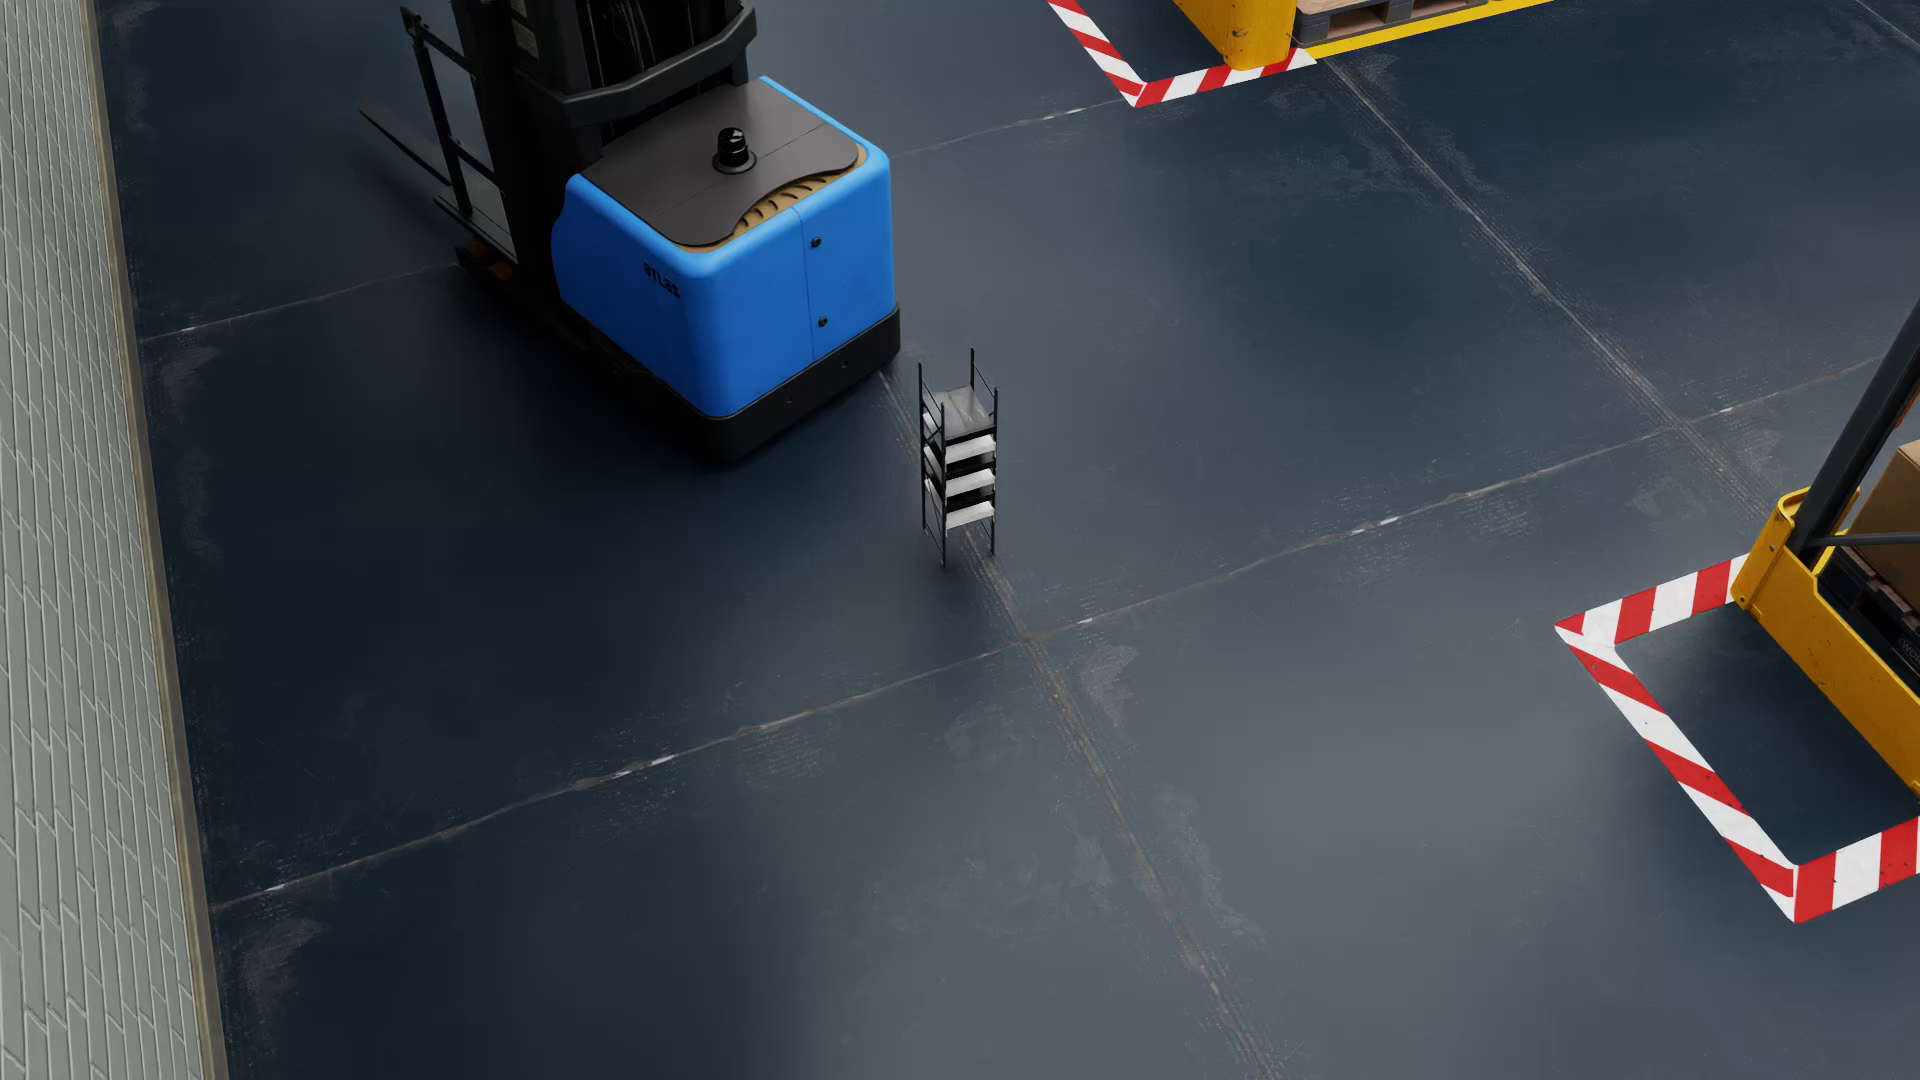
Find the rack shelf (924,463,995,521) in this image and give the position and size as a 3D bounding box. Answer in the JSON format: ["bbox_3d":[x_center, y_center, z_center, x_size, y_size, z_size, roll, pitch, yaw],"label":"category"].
[{"bbox_3d":[-0.008,-0.211,6.341,0.200,0.077,0.258,-17,52,-14],"label":"rack shelf"}]

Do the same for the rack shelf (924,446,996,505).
[{"bbox_3d":[-0.008,-0.269,6.273,0.200,0.077,0.258,-17,52,-14],"label":"rack shelf"}]

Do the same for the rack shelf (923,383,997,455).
[{"bbox_3d":[-0.008,-0.445,6.068,0.200,0.077,0.258,-17,52,-14],"label":"rack shelf"}]

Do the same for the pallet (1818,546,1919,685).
[{"bbox_3d":[4.069,0.246,6.240,1.213,0.211,1.003,-17,52,-14],"label":"pallet"}]

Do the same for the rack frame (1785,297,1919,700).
[{"bbox_3d":[3.261,-0.411,4.966,0.127,3.000,1.000,-17,52,-14],"label":"rack frame"}]

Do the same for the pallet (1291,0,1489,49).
[{"bbox_3d":[2.169,-3.192,9.193,1.213,0.211,1.003,-17,52,-14],"label":"pallet"}]

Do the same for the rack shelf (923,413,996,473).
[{"bbox_3d":[-0.008,-0.386,6.136,0.200,0.077,0.258,-17,52,-14],"label":"rack shelf"}]

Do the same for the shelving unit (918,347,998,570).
[{"bbox_3d":[-0.008,-0.291,6.247,0.210,0.900,0.258,-17,52,-14],"label":"shelving unit"}]

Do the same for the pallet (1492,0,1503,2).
[{"bbox_3d":[3.297,-3.539,9.491,1.213,0.211,1.003,-17,52,-14],"label":"pallet"}]

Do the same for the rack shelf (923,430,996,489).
[{"bbox_3d":[-0.008,-0.328,6.204,0.200,0.077,0.258,-17,52,-14],"label":"rack shelf"}]

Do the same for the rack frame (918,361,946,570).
[{"bbox_3d":[-0.102,-0.262,6.222,0.006,0.900,0.240,-17,52,-14],"label":"rack frame"}]

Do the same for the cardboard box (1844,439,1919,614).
[{"bbox_3d":[3.671,-0.069,6.030,0.500,0.500,0.500,-17,52,-14],"label":"cardboard box"}]

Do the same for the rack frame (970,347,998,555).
[{"bbox_3d":[0.087,-0.320,6.272,0.006,0.900,0.240,-17,52,-14],"label":"rack frame"}]

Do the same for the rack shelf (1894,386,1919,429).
[{"bbox_3d":[5.112,-0.750,5.732,4.000,0.370,1.077,-17,52,-14],"label":"rack shelf"}]

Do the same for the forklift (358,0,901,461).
[{"bbox_3d":[-1.647,-2.294,6.629,1.130,2.935,3.031,-37,58,-27],"label":"forklift"}]

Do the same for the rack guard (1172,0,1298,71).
[{"bbox_3d":[1.374,-3.061,8.890,0.348,0.500,1.175,-17,52,-14],"label":"rack guard"}]

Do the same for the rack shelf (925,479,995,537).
[{"bbox_3d":[-0.008,-0.152,6.409,0.200,0.077,0.258,-17,52,-14],"label":"rack shelf"}]

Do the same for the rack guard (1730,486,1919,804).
[{"bbox_3d":[3.331,0.382,5.933,0.348,0.500,1.175,-17,52,-14],"label":"rack guard"}]
